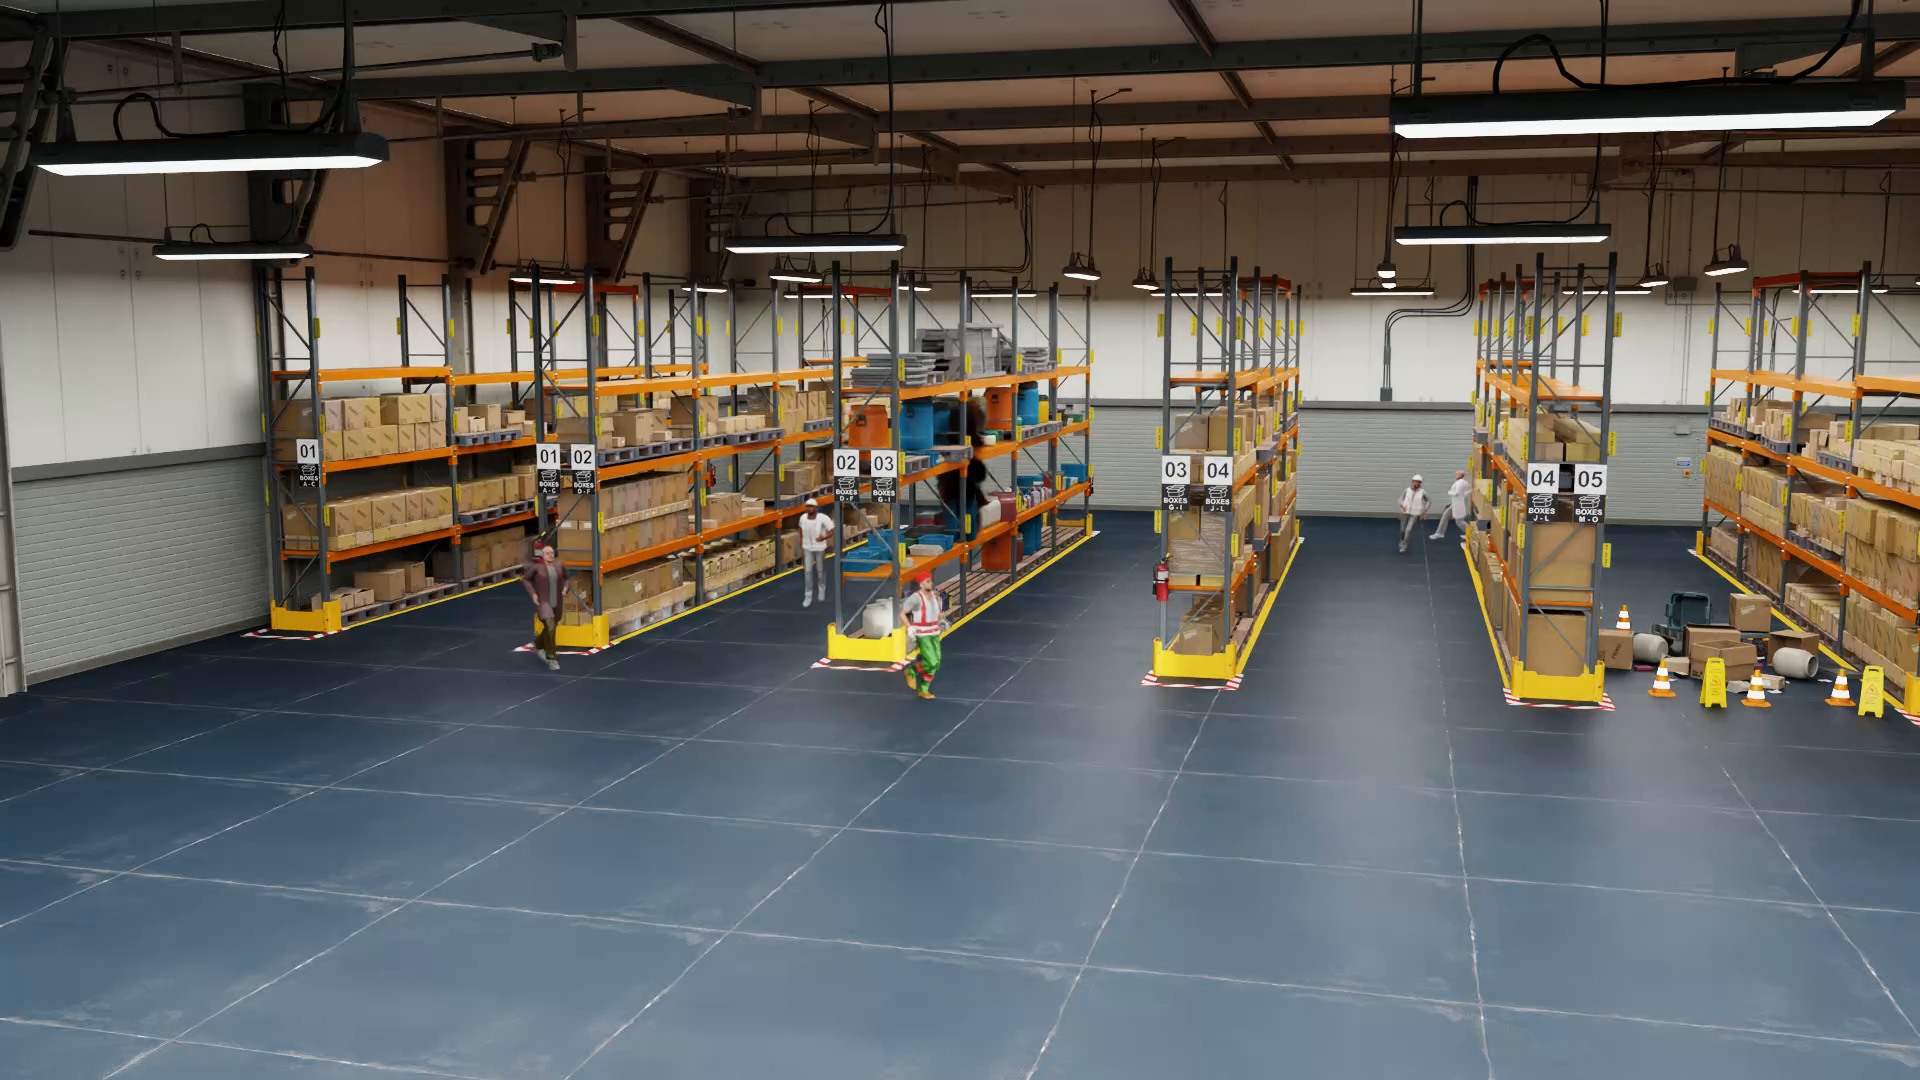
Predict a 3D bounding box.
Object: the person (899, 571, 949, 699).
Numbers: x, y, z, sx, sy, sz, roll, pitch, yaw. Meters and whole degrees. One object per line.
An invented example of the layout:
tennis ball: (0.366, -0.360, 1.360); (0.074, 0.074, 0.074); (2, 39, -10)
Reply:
person: (-0.450, 1.289, 22.542); (0.594, 1.741, 0.664); (6, 10, 41)

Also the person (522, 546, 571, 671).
person: (-6.136, 0.985, 24.786); (0.716, 1.828, 0.922); (-6, 9, -39)

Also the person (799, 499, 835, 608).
person: (-2.491, 0.202, 28.841); (0.704, 1.862, 0.704); (2, 7, 12)

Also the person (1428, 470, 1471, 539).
person: (11.700, -0.821, 39.350); (1.112, 1.685, 0.716); (2, 7, 13)

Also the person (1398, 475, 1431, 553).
person: (10.175, -0.592, 37.309); (0.722, 1.739, 0.855); (4, 8, 26)
